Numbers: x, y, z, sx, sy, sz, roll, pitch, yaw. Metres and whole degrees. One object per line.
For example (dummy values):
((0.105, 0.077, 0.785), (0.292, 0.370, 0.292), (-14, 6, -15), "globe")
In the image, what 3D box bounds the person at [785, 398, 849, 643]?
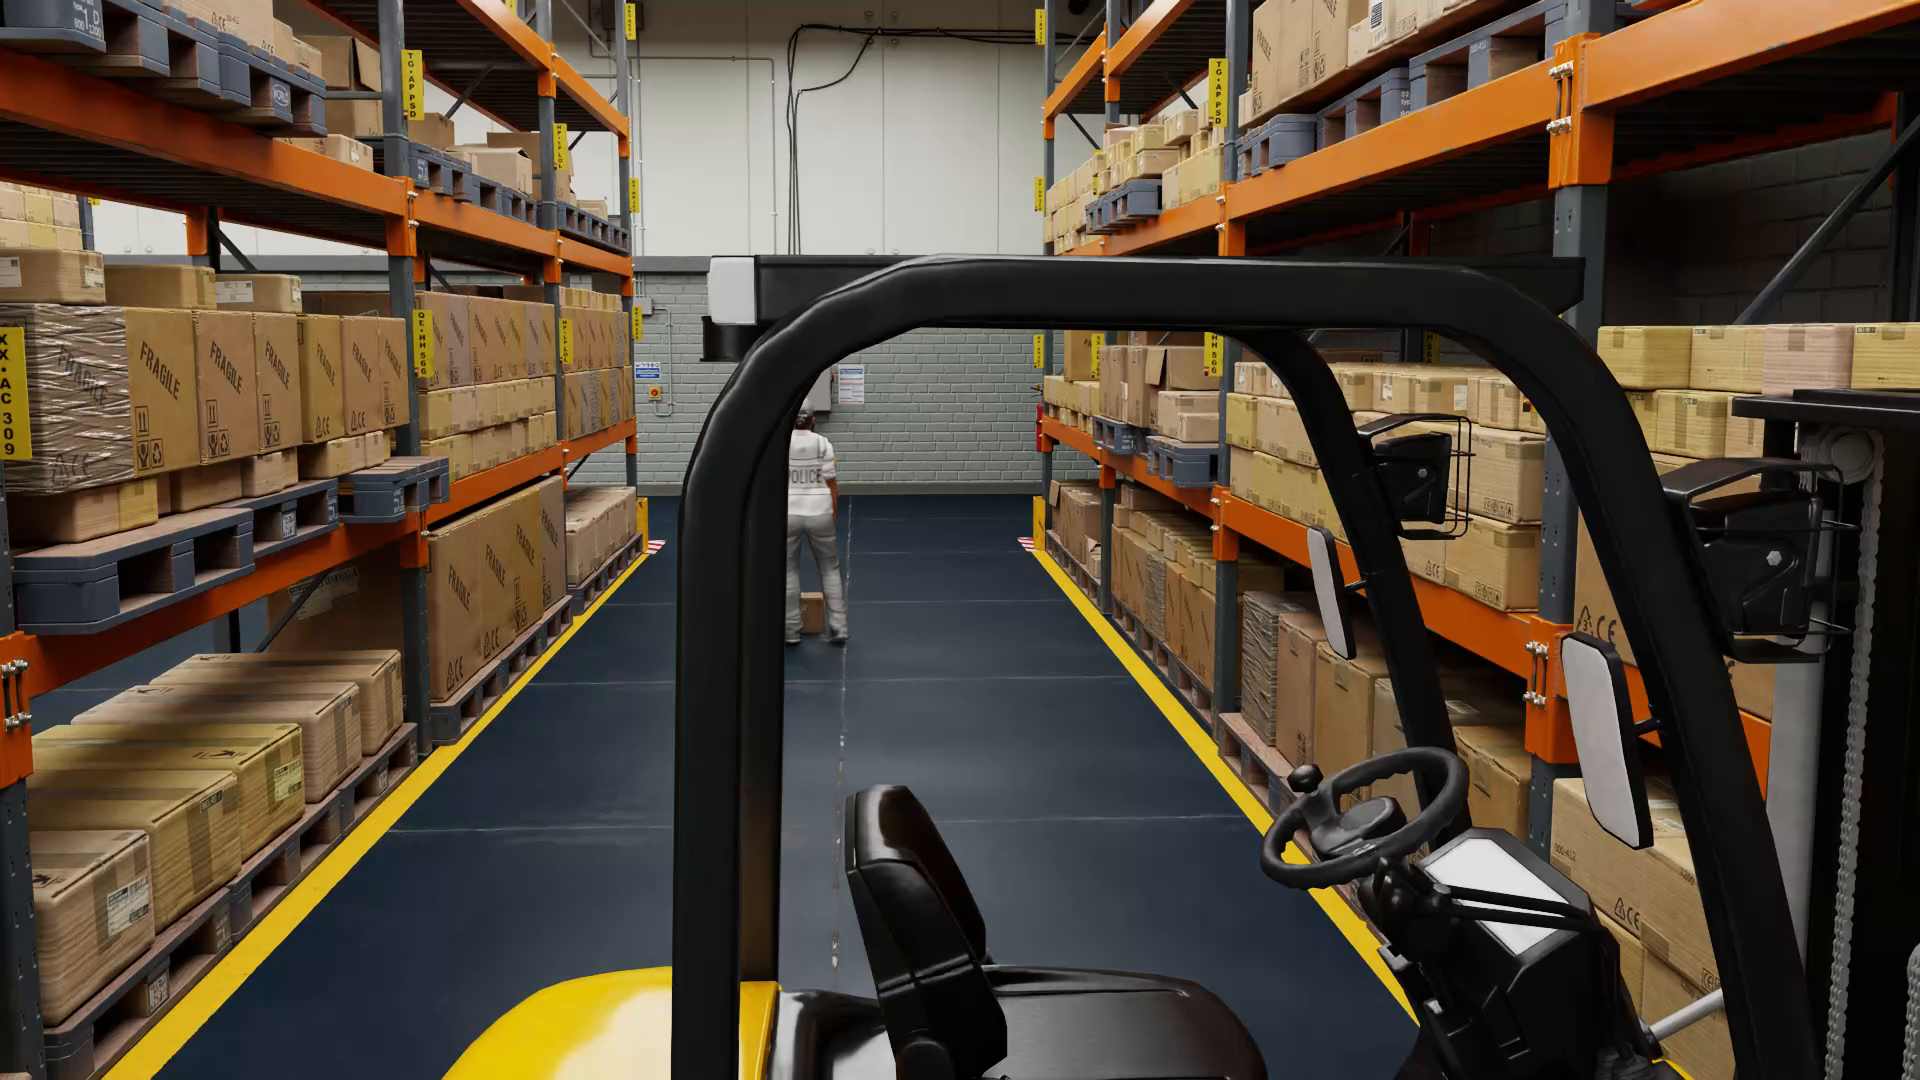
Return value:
((-1.040, -0.120, 11.258), (0.558, 1.687, 0.384), (-1, 7, -10), "person")
